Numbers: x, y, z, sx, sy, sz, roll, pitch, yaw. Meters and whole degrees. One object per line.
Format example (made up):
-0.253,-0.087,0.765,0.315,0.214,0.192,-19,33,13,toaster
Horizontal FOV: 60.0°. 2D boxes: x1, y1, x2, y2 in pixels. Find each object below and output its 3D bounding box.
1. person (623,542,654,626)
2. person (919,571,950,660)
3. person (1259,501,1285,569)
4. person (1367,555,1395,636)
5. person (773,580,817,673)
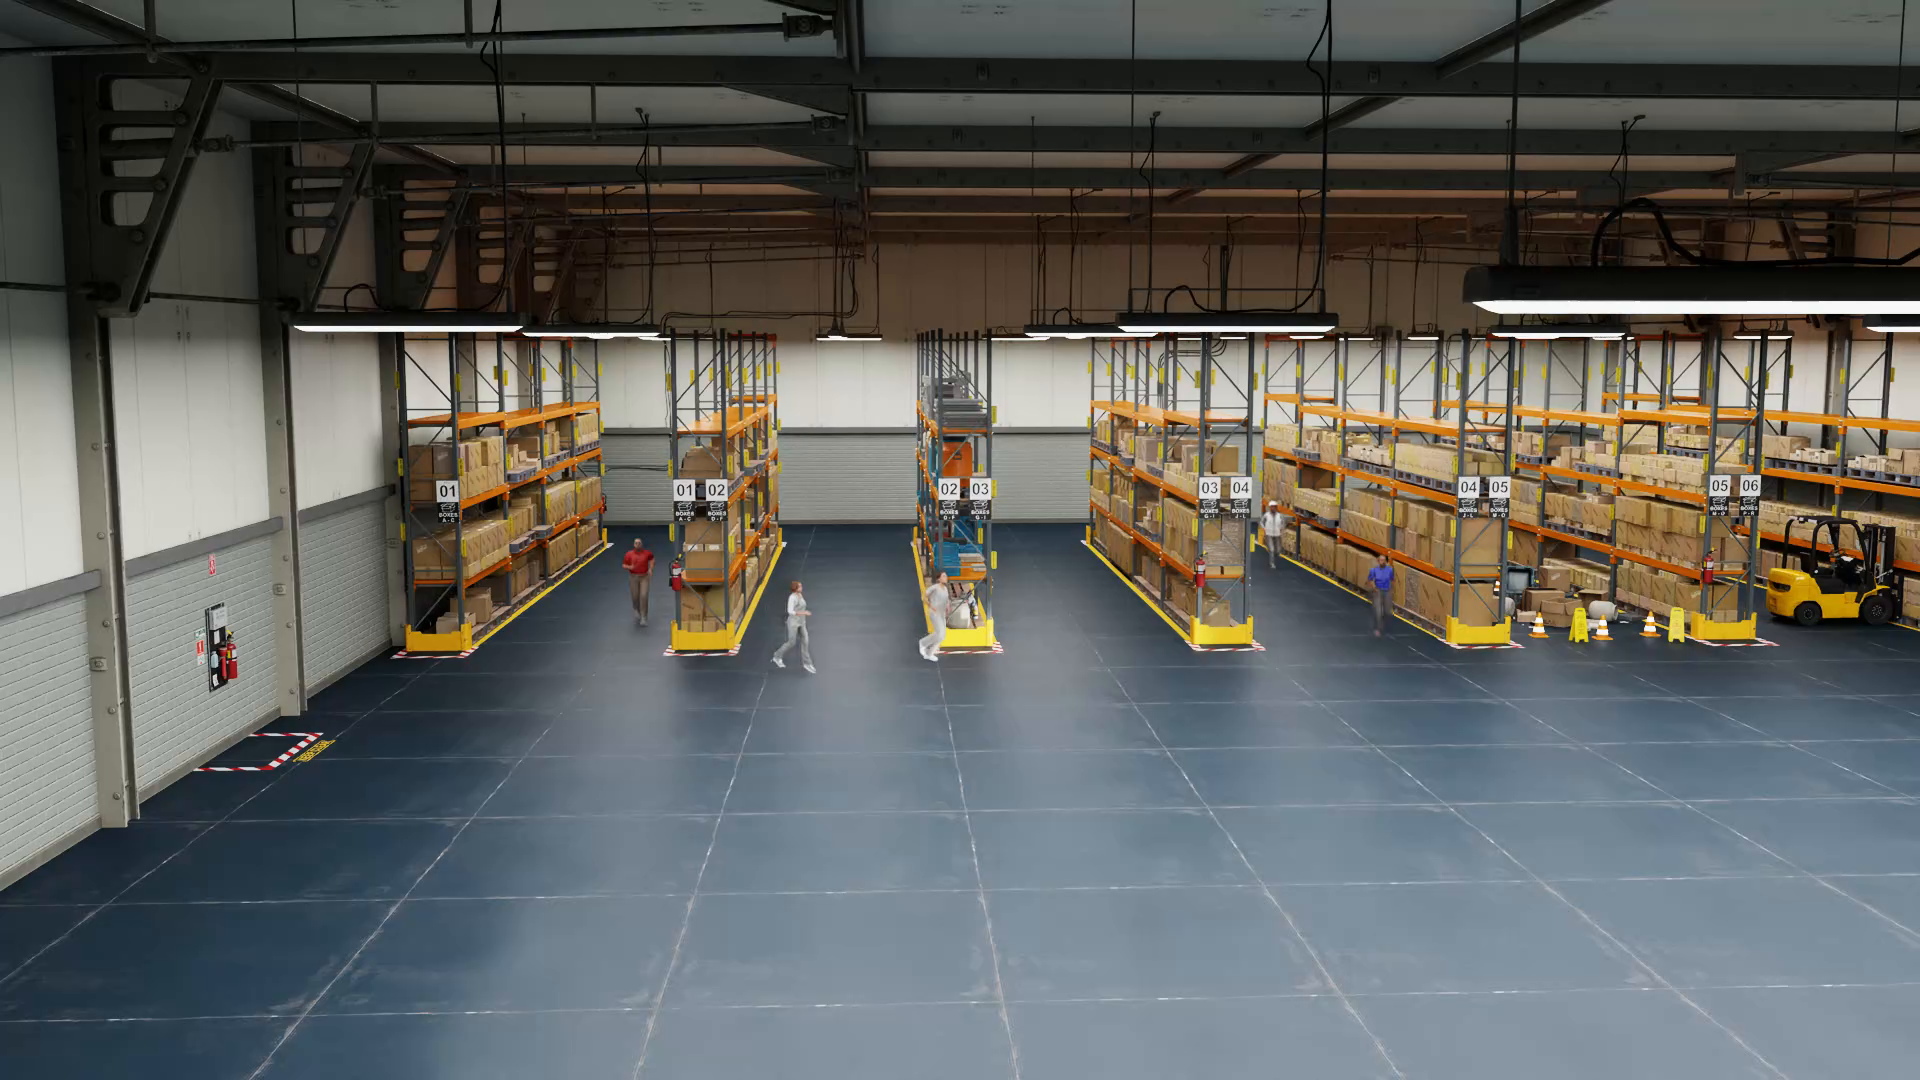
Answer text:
-6.596,0.867,34.126,0.634,1.664,0.943,-1,7,-11,person
-0.411,1.363,30.284,0.536,1.616,0.565,5,8,37,person
7.974,-0.134,42.433,0.652,1.730,0.639,0,7,0,person
8.286,1.089,32.700,0.576,1.601,0.609,0,7,-1,person
-2.893,1.518,29.052,0.828,1.603,0.554,3,7,22,person
